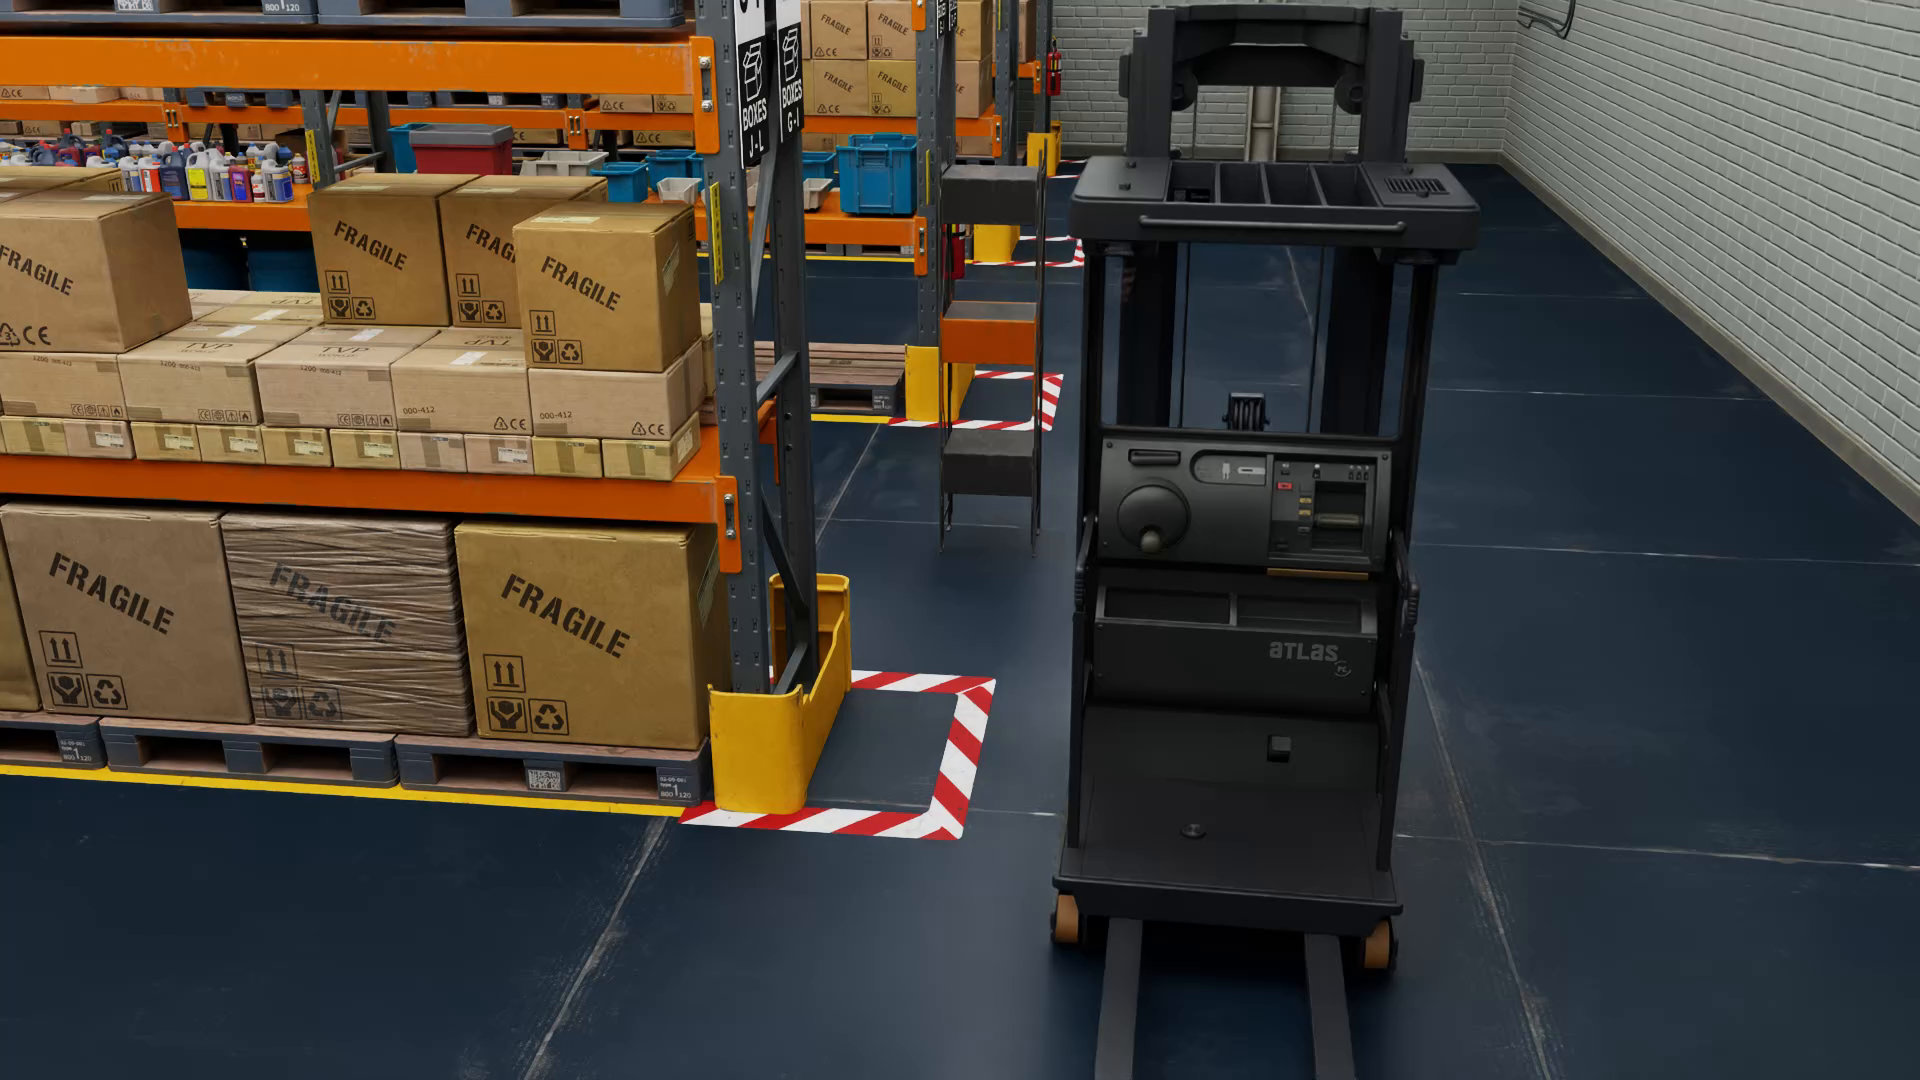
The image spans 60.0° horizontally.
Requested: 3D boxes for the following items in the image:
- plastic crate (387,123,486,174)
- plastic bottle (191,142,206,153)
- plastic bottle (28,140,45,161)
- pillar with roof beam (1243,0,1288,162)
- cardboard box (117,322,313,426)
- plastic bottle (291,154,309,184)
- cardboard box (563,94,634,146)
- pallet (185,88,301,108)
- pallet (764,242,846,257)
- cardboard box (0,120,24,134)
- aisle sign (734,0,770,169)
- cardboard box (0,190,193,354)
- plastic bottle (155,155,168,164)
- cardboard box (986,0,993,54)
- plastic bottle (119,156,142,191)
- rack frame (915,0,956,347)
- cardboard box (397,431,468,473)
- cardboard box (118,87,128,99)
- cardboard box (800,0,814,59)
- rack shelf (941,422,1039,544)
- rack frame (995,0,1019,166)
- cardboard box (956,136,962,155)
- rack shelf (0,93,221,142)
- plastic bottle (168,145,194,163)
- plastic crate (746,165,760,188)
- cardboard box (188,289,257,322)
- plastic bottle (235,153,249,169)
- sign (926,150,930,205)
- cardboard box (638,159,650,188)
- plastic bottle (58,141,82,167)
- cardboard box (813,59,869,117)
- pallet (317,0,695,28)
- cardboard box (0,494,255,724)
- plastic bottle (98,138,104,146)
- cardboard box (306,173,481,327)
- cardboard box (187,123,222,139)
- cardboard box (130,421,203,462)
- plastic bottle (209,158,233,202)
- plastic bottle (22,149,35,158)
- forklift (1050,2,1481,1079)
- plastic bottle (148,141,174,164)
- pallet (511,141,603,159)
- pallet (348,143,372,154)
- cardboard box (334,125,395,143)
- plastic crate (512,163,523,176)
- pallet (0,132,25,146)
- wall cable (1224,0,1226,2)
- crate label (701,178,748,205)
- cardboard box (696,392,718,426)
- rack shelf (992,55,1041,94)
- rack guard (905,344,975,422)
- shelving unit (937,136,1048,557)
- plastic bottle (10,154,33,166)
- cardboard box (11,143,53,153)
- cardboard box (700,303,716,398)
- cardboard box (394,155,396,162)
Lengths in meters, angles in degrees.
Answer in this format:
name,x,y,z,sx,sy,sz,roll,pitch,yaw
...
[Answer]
name,x,y,z,sx,sy,sz,roll,pitch,yaw
plastic crate,-3.618,-2.678,11.574,0.575,0.384,0.392,2,22,6
plastic bottle,-5.456,-2.695,11.845,0.135,0.276,0.152,2,22,6
plastic bottle,-6.283,-2.560,11.402,0.185,0.351,0.144,2,22,6
pillar with roof beam,3.293,-7.415,15.455,0.400,9.000,9.100,2,22,6
cardboard box,-2.772,-0.630,6.252,0.500,0.250,0.500,3,22,6
plastic bottle,-4.685,-2.637,11.800,0.097,0.201,0.097,0,22,0
cardboard box,-4.500,-5.384,20.831,0.750,0.750,0.750,3,22,8
pallet,-6.826,-4.442,16.356,1.003,0.211,1.213,2,22,6
pallet,-1.638,-2.983,16.198,1.213,0.211,1.003,2,22,6
cardboard box,-12.486,-5.472,21.980,0.250,0.149,0.380,1,22,2
aisle sign,-0.696,-1.668,5.544,0.004,0.787,0.394,2,22,6
cardboard box,-3.254,-1.003,6.177,0.500,0.500,0.500,2,22,5
plastic bottle,-5.419,-2.477,11.299,0.097,0.271,0.097,0,22,0
cardboard box,0.027,-4.816,15.545,0.500,0.500,0.500,3,22,8
plastic bottle,-5.548,-2.438,11.196,0.135,0.276,0.152,2,22,6
rack frame,-0.150,-2.380,10.881,0.127,3.000,1.000,2,22,6
cardboard box,-1.881,-0.383,6.172,0.250,0.149,0.380,3,22,7
cardboard box,-8.373,-4.603,16.624,0.500,0.311,0.500,2,22,6
cardboard box,-1.565,-4.684,15.211,0.500,0.500,0.500,3,22,8
rack shelf,0.164,-0.306,8.798,0.480,0.518,0.431,2,22,6
rack frame,0.437,-4.189,15.455,0.127,3.000,1.000,2,22,6
cardboard box,-0.188,-5.046,20.451,0.500,0.500,0.700,2,22,6
rack shelf,-9.494,-4.287,16.682,4.000,0.370,1.077,2,22,6
plastic bottle,-5.474,-2.639,11.705,0.135,0.276,0.152,2,22,6
plastic crate,-1.339,-2.490,11.435,0.298,0.136,0.250,2,22,6
cardboard box,-3.214,-0.847,6.801,0.500,0.250,0.500,3,22,7
plastic bottle,-5.109,-2.655,11.846,0.097,0.201,0.097,0,22,0
sign,-0.198,-2.255,10.341,0.005,0.325,0.100,2,22,6
cardboard box,-2.936,-3.483,16.471,0.500,0.500,0.500,2,22,6
plastic bottle,-6.341,-2.700,11.849,0.133,0.283,0.061,2,22,6
cardboard box,-1.050,-4.200,15.347,0.500,0.500,0.500,3,22,7
pallet,-1.470,-1.954,5.843,1.213,0.211,1.003,2,22,6
cardboard box,-3.165,0.144,6.813,0.875,0.875,0.875,2,22,6
plastic bottle,-6.191,-2.747,11.968,0.133,0.283,0.061,2,22,6
cardboard box,-2.189,-1.151,6.550,0.500,0.500,0.500,2,22,5
cardboard box,-9.648,-5.529,21.647,0.500,0.500,0.700,2,22,5
cardboard box,-2.902,-0.427,6.282,0.250,0.149,0.380,2,22,5
plastic bottle,-4.914,-2.411,11.126,0.135,0.276,0.152,2,22,6
plastic bottle,-6.721,-2.725,12.024,0.097,0.201,0.097,0,22,0
forklift,0.896,-0.104,5.217,1.130,2.935,3.031,3,22,8
plastic bottle,-5.686,-2.705,11.871,0.135,0.276,0.152,2,22,6
pallet,-4.946,-4.931,21.127,1.213,0.211,1.003,2,22,6
pallet,-7.704,-5.081,21.505,1.213,0.211,1.003,2,22,6
cardboard box,-7.649,-5.398,21.315,0.500,0.500,0.700,3,22,7
plastic crate,-2.979,-2.503,11.484,0.590,0.125,0.437,2,22,6
pallet,-12.786,-5.288,22.028,1.213,0.211,1.003,2,22,6
wall cable,2.399,-6.760,20.577,1.851,1.984,0.084,2,22,6
crate label,-1.546,-2.276,10.893,0.243,0.136,0.396,2,22,6
cardboard box,-1.046,-0.591,6.697,0.250,0.149,0.380,3,22,7
rack shelf,-0.970,-5.749,20.381,4.000,0.370,1.077,2,22,6
rack guard,-0.124,-1.222,11.350,0.348,0.500,1.175,2,22,6
shelving unit,0.164,-0.969,8.536,0.503,2.100,0.431,2,22,6
plastic bottle,-6.325,-2.472,11.282,0.135,0.276,0.152,2,22,6
cardboard box,-9.532,-3.907,17.148,0.500,0.311,0.500,2,22,6
cardboard box,-1.177,-0.760,6.582,0.500,0.250,0.500,2,22,5
cardboard box,-5.478,-3.927,16.575,0.500,0.250,0.500,2,22,5
